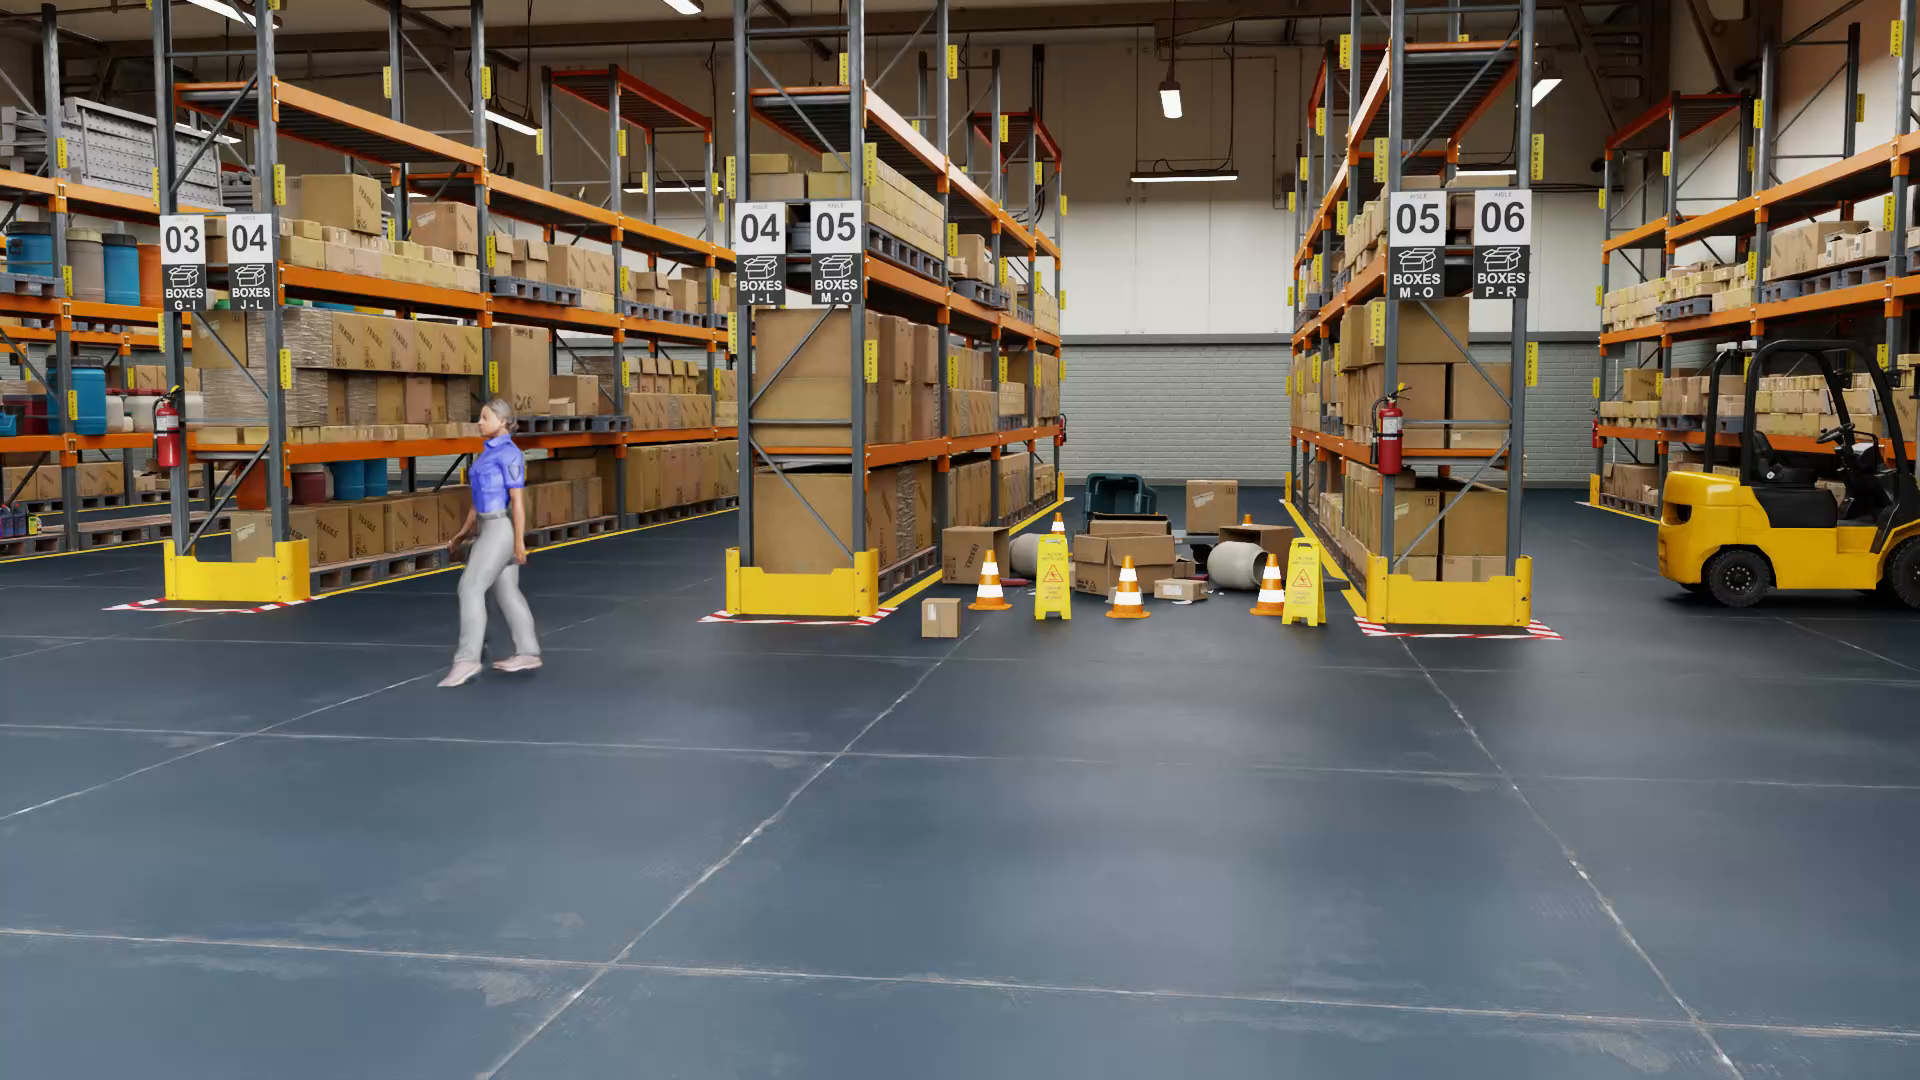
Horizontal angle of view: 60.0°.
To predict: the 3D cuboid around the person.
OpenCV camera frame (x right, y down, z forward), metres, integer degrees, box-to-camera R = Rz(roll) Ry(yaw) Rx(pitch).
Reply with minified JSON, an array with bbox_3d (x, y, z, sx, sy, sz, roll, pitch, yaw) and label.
[{"bbox_3d":[-2.831,0.119,9.921,0.655,1.499,0.437,-2,5,-27],"label":"person"}]
